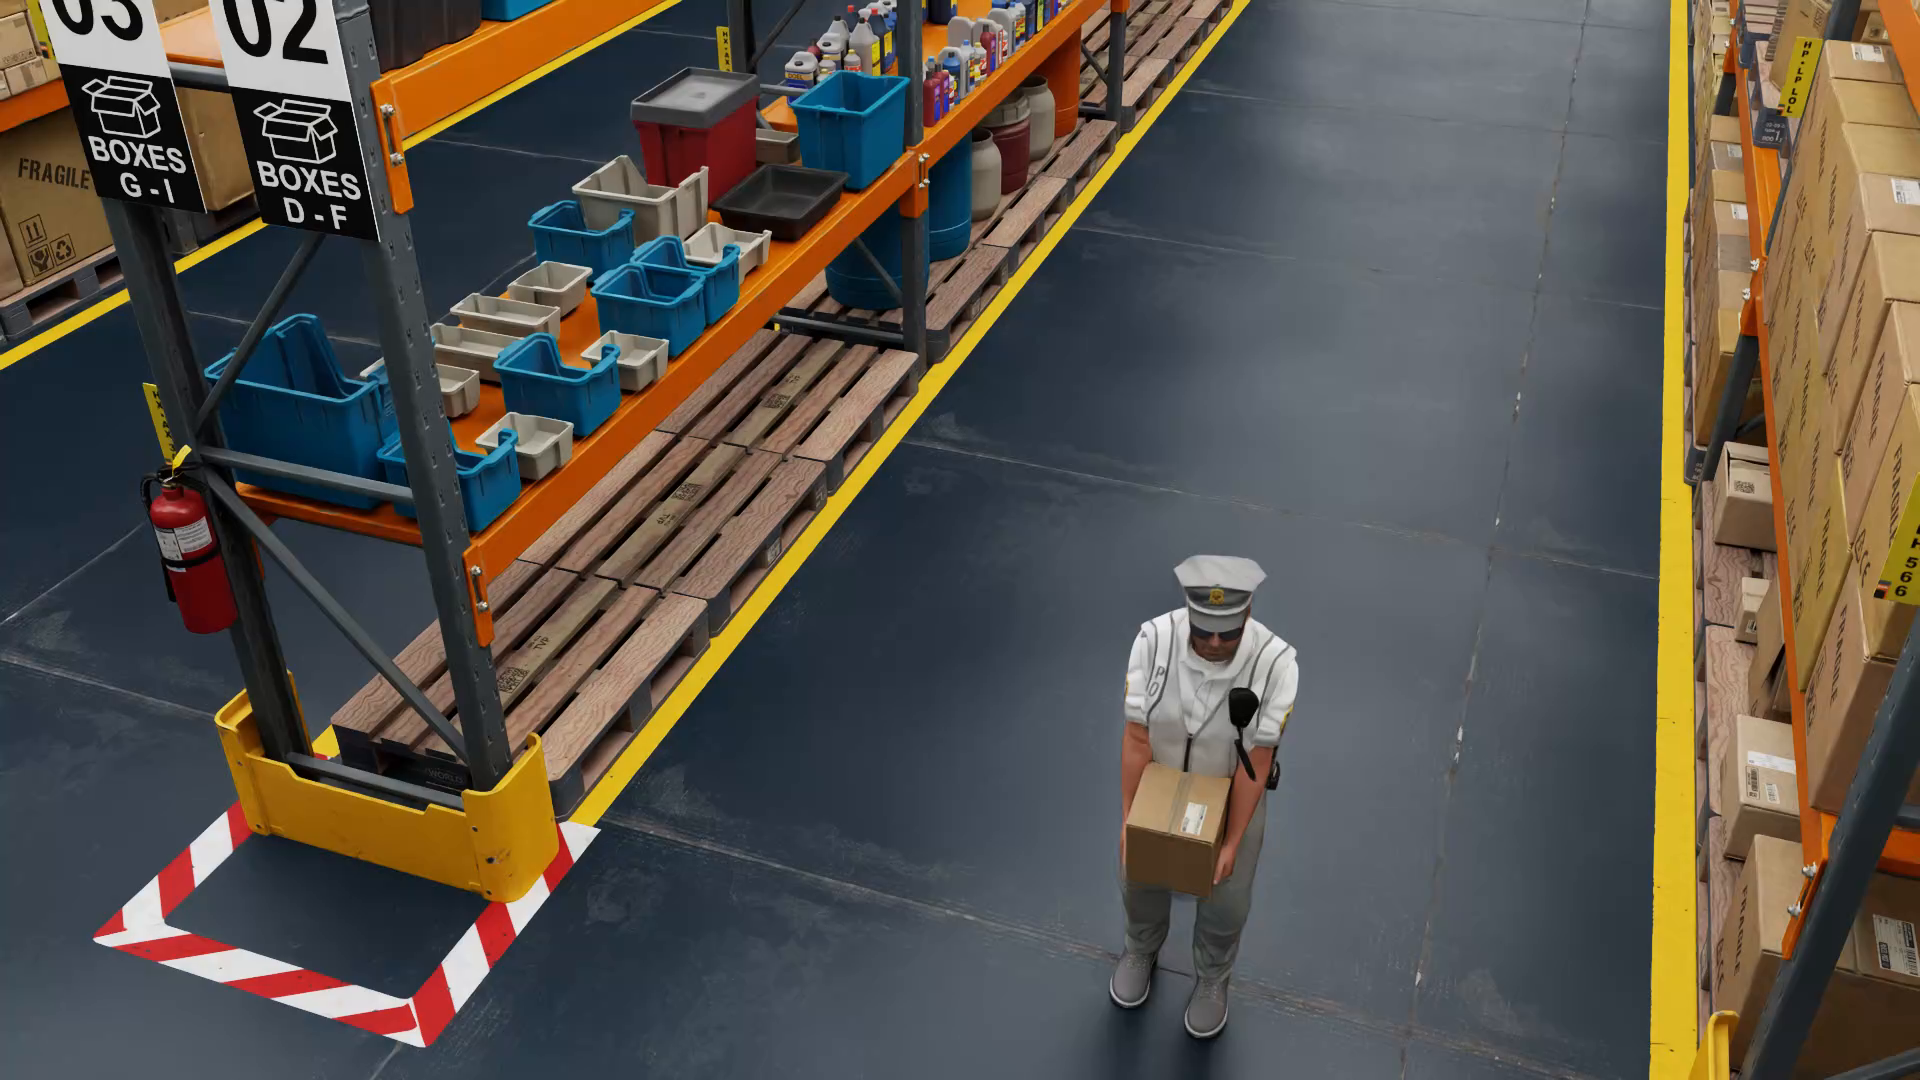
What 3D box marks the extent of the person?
[{"bbox_3d":[0.713,0.771,4.974,0.485,1.732,0.597,10,34,16],"label":"person"}]
